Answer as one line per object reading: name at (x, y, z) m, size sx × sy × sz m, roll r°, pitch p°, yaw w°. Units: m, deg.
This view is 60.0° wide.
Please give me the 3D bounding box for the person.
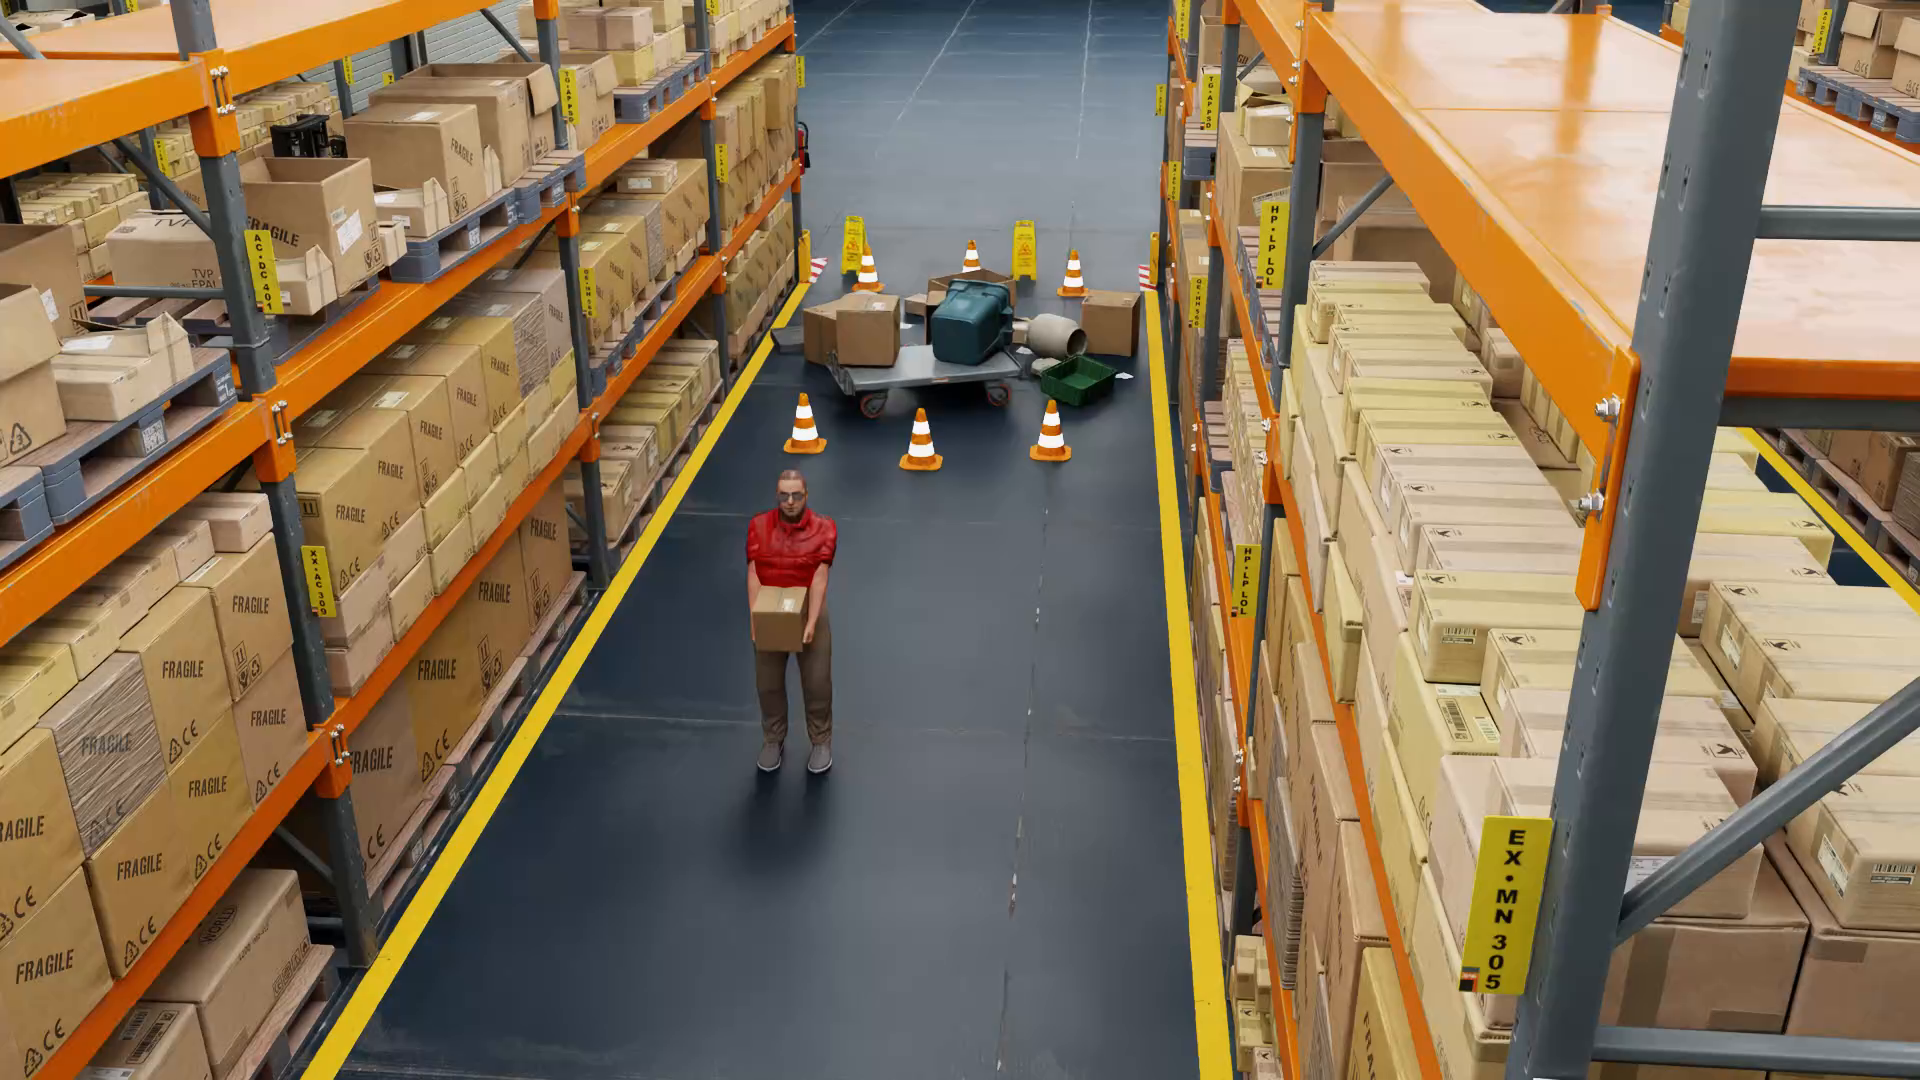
person at (-0.909, 0.477, 8.989) m, size 0.490 × 1.722 × 0.540 m, roll 2°, pitch 24°, yaw 4°
